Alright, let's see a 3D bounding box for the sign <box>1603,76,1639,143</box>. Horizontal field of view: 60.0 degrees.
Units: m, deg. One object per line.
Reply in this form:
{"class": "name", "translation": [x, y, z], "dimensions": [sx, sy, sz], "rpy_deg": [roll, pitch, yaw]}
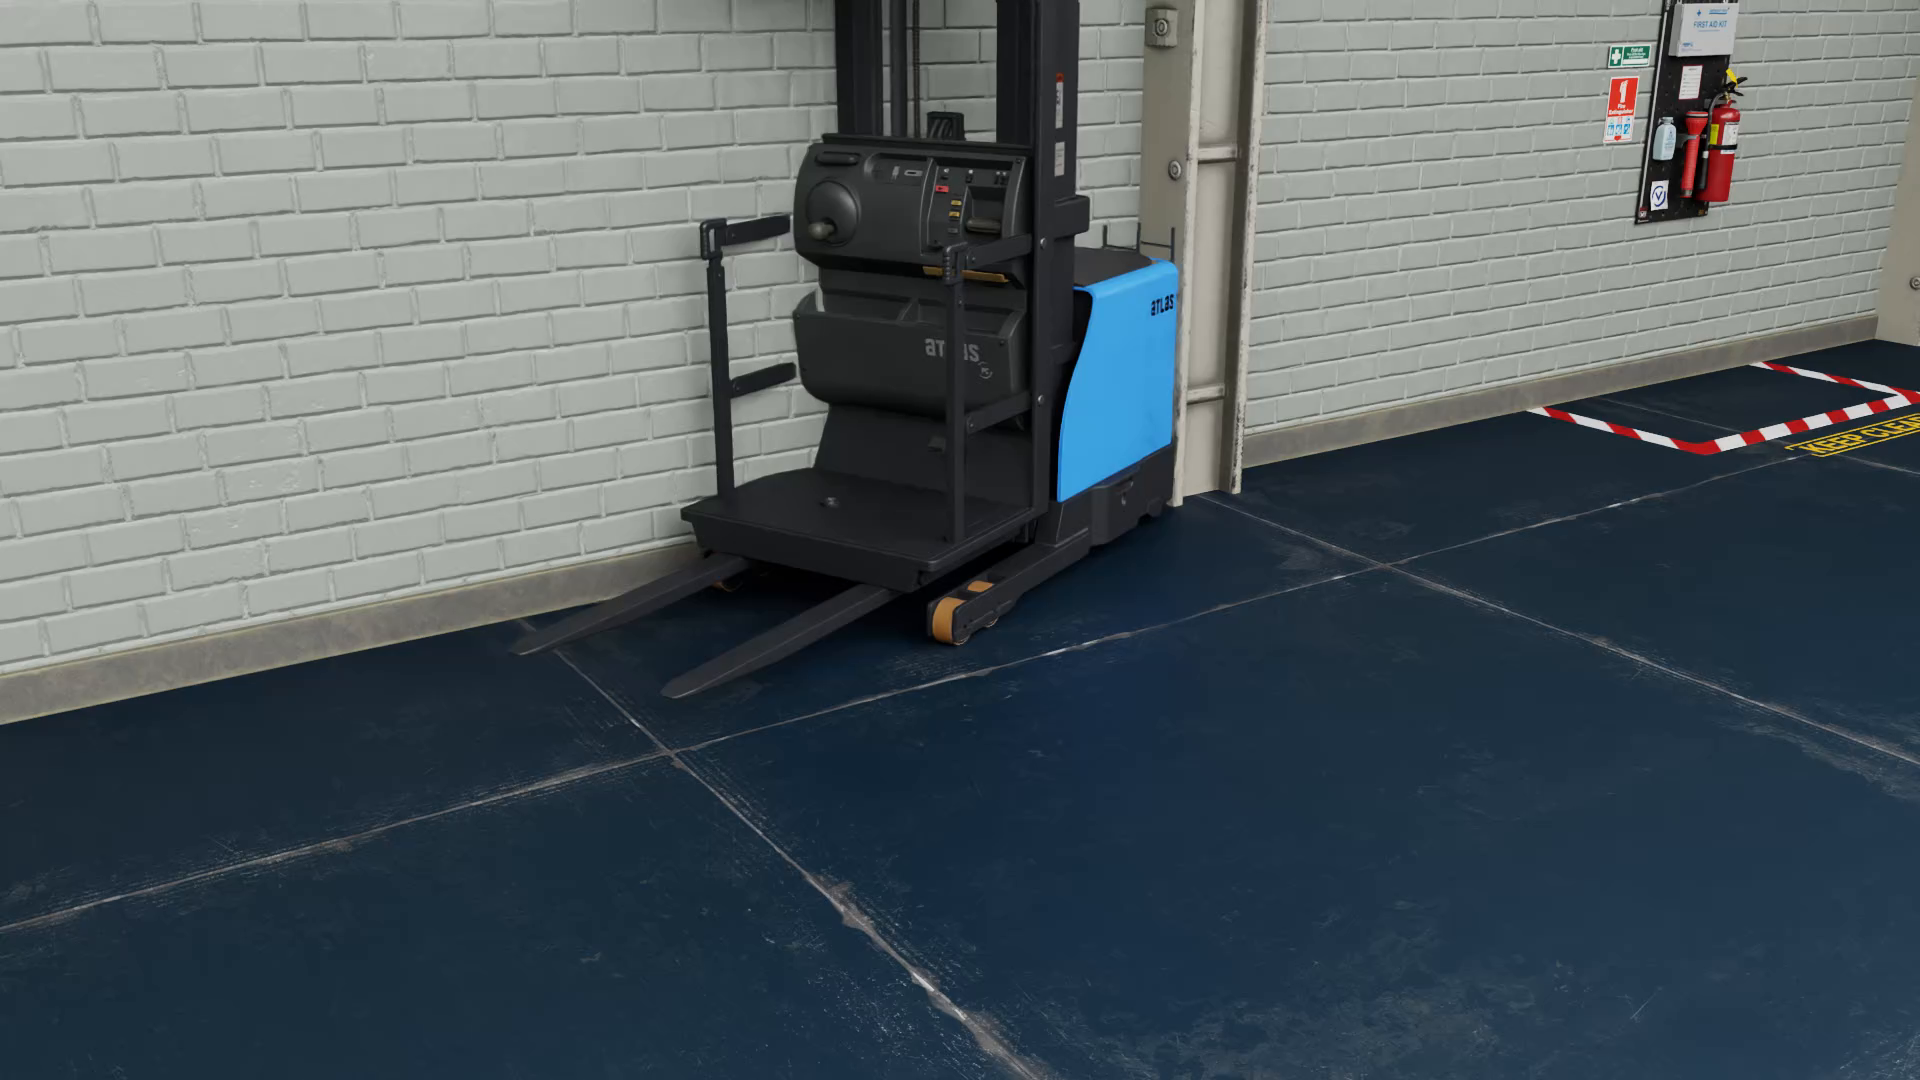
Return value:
{"class": "sign", "translation": [3.407, -2.219, 8.568], "dimensions": [0.234, 0.329, 0.001], "rpy_deg": [-12, 22, -31]}

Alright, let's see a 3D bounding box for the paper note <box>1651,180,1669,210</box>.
{"class": "paper note", "translation": [3.740, -1.842, 8.884], "dimensions": [0.142, 0.148, 0.016], "rpy_deg": [-12, 22, -31]}

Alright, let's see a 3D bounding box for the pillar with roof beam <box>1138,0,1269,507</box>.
{"class": "pillar with roof beam", "translation": [3.367, -3.330, 2.545], "dimensions": [0.400, 9.000, 9.100], "rpy_deg": [-12, 22, -31]}

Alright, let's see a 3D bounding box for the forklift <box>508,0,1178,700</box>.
{"class": "forklift", "translation": [-0.298, -1.196, 5.707], "dimensions": [1.130, 2.935, 3.031], "rpy_deg": [11, 22, 30]}

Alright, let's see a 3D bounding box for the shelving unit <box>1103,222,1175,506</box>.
{"class": "shelving unit", "translation": [0.747, -0.725, 7.058], "dimensions": [0.189, 1.200, 0.258], "rpy_deg": [-11, 20, -31]}

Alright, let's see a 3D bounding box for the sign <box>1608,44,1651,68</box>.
{"class": "sign", "translation": [3.416, -2.468, 8.479], "dimensions": [0.331, 0.109, 0.001], "rpy_deg": [-12, 22, -31]}

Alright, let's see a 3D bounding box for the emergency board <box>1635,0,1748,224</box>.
{"class": "emergency board", "translation": [3.926, -2.272, 8.781], "dimensions": [0.643, 1.169, 0.194], "rpy_deg": [-12, 22, -31]}

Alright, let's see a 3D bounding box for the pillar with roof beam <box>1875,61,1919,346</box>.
{"class": "pillar with roof beam", "translation": [8.379, -4.387, 5.671], "dimensions": [0.400, 9.000, 9.100], "rpy_deg": [-12, 22, -31]}

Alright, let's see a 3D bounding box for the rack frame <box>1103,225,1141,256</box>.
{"class": "rack frame", "translation": [0.670, -0.709, 7.010], "dimensions": [0.006, 1.200, 0.240], "rpy_deg": [-11, 20, -31]}

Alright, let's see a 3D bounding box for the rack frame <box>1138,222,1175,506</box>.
{"class": "rack frame", "translation": [0.823, -0.740, 7.105], "dimensions": [0.006, 1.200, 0.240], "rpy_deg": [-11, 20, -31]}
